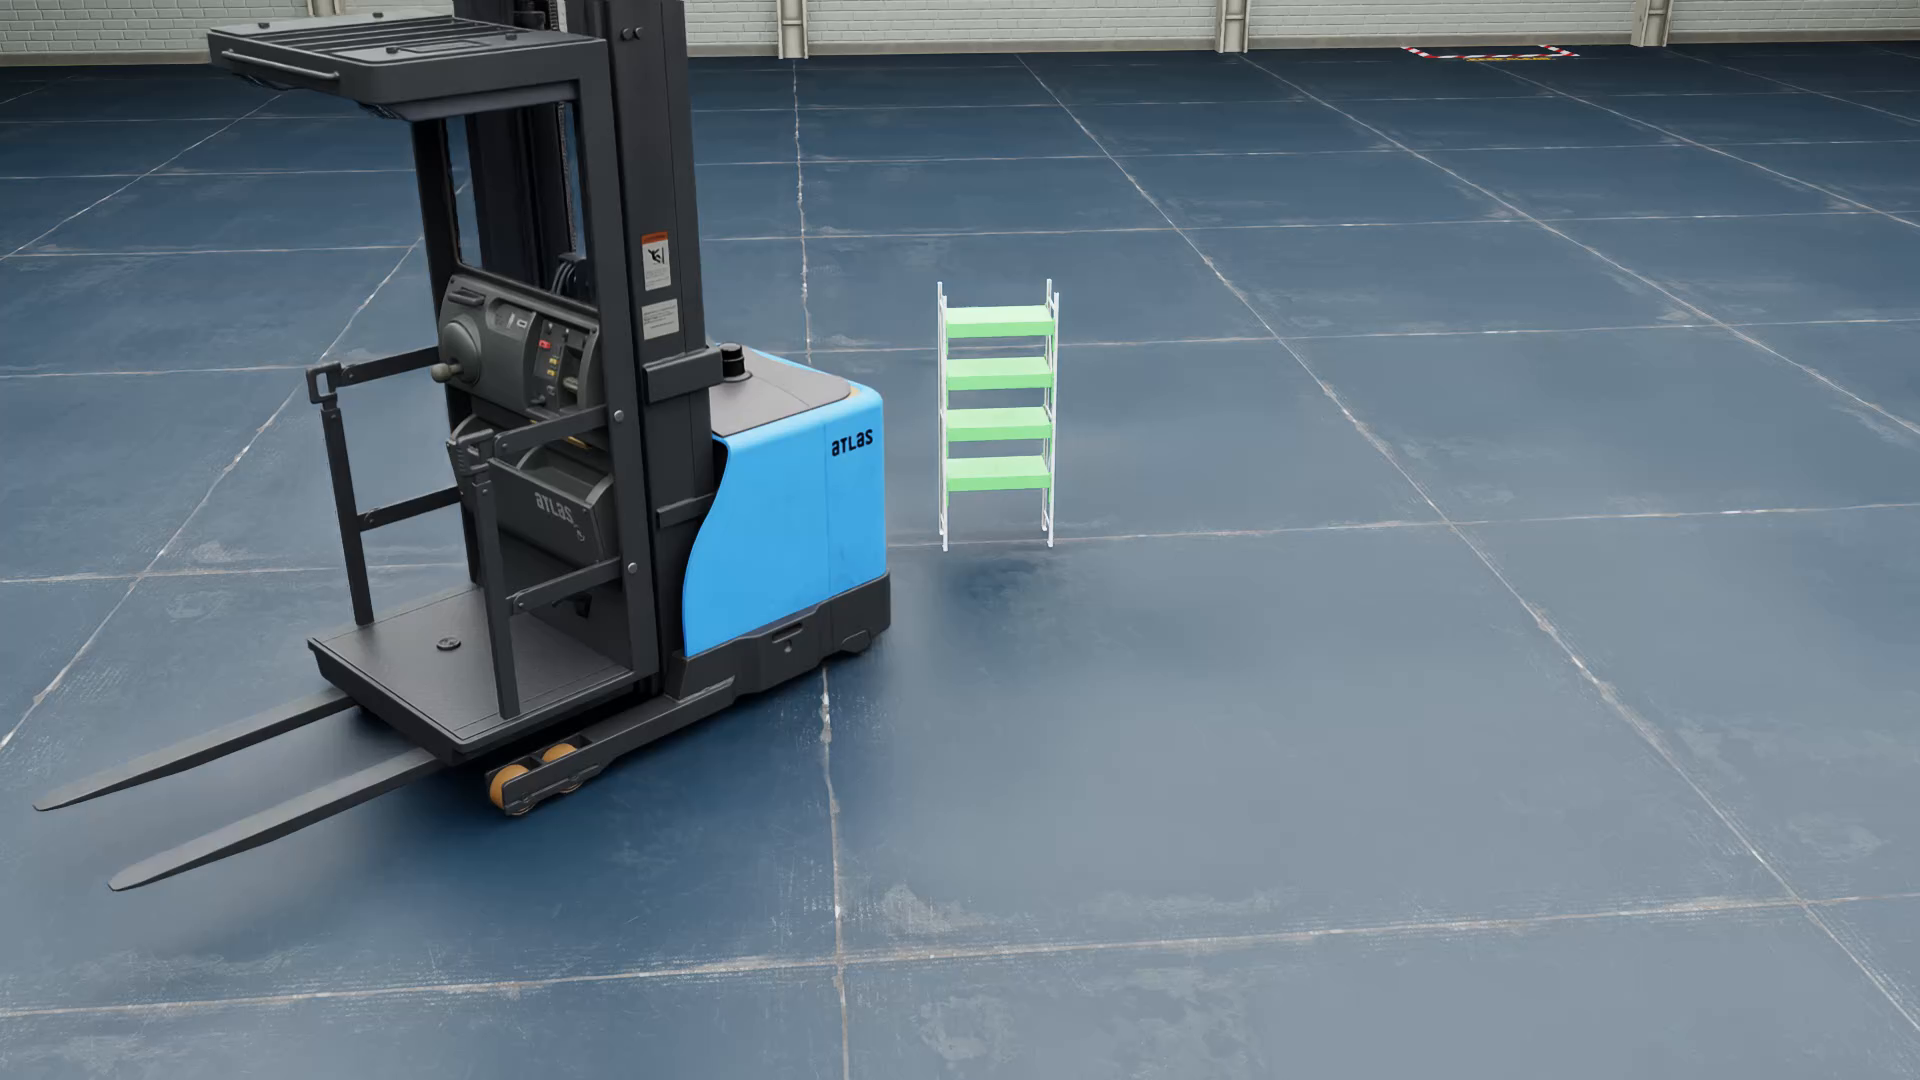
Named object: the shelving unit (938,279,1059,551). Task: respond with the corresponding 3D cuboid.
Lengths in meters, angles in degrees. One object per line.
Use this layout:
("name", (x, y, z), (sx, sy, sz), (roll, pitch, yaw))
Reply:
("shelving unit", (0.165, -0.555, 7.521), (0.503, 1.200, 0.258), (-2, 24, -5))

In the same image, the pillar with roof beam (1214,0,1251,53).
("pillar with roof beam", (4.153, -9.113, 17.174), (0.400, 9.000, 9.100), (-2, 24, -5))

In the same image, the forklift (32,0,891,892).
("forklift", (-1.670, -0.641, 5.583), (1.130, 2.935, 3.031), (22, 32, 40))

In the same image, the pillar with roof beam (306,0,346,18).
("pillar with roof beam", (-7.789, -8.634, 16.096), (0.400, 9.000, 9.100), (-2, 24, -5))

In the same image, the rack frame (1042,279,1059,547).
("rack frame", (0.408, -0.565, 7.543), (0.015, 1.200, 0.240), (-2, 24, -5))

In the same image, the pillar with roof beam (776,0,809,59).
("pillar with roof beam", (-1.818, -8.874, 16.635), (0.400, 9.000, 9.100), (-2, 24, -5))

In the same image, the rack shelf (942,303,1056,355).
("rack shelf", (0.165, -0.935, 7.352), (0.480, 0.148, 0.258), (-2, 24, -5))

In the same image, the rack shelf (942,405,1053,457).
("rack shelf", (0.165, -0.496, 7.547), (0.480, 0.148, 0.258), (-2, 24, -5))

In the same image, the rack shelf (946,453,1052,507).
("rack shelf", (0.165, -0.277, 7.645), (0.480, 0.148, 0.258), (-2, 24, -5))

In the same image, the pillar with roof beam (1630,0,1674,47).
("pillar with roof beam", (10.124, -9.353, 17.713), (0.400, 9.000, 9.100), (-2, 24, -5))

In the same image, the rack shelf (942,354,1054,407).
("rack shelf", (0.165, -0.716, 7.450), (0.480, 0.148, 0.258), (-2, 24, -5))

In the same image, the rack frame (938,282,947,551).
("rack frame", (-0.078, -0.545, 7.499), (0.015, 1.200, 0.240), (-2, 24, -5))
